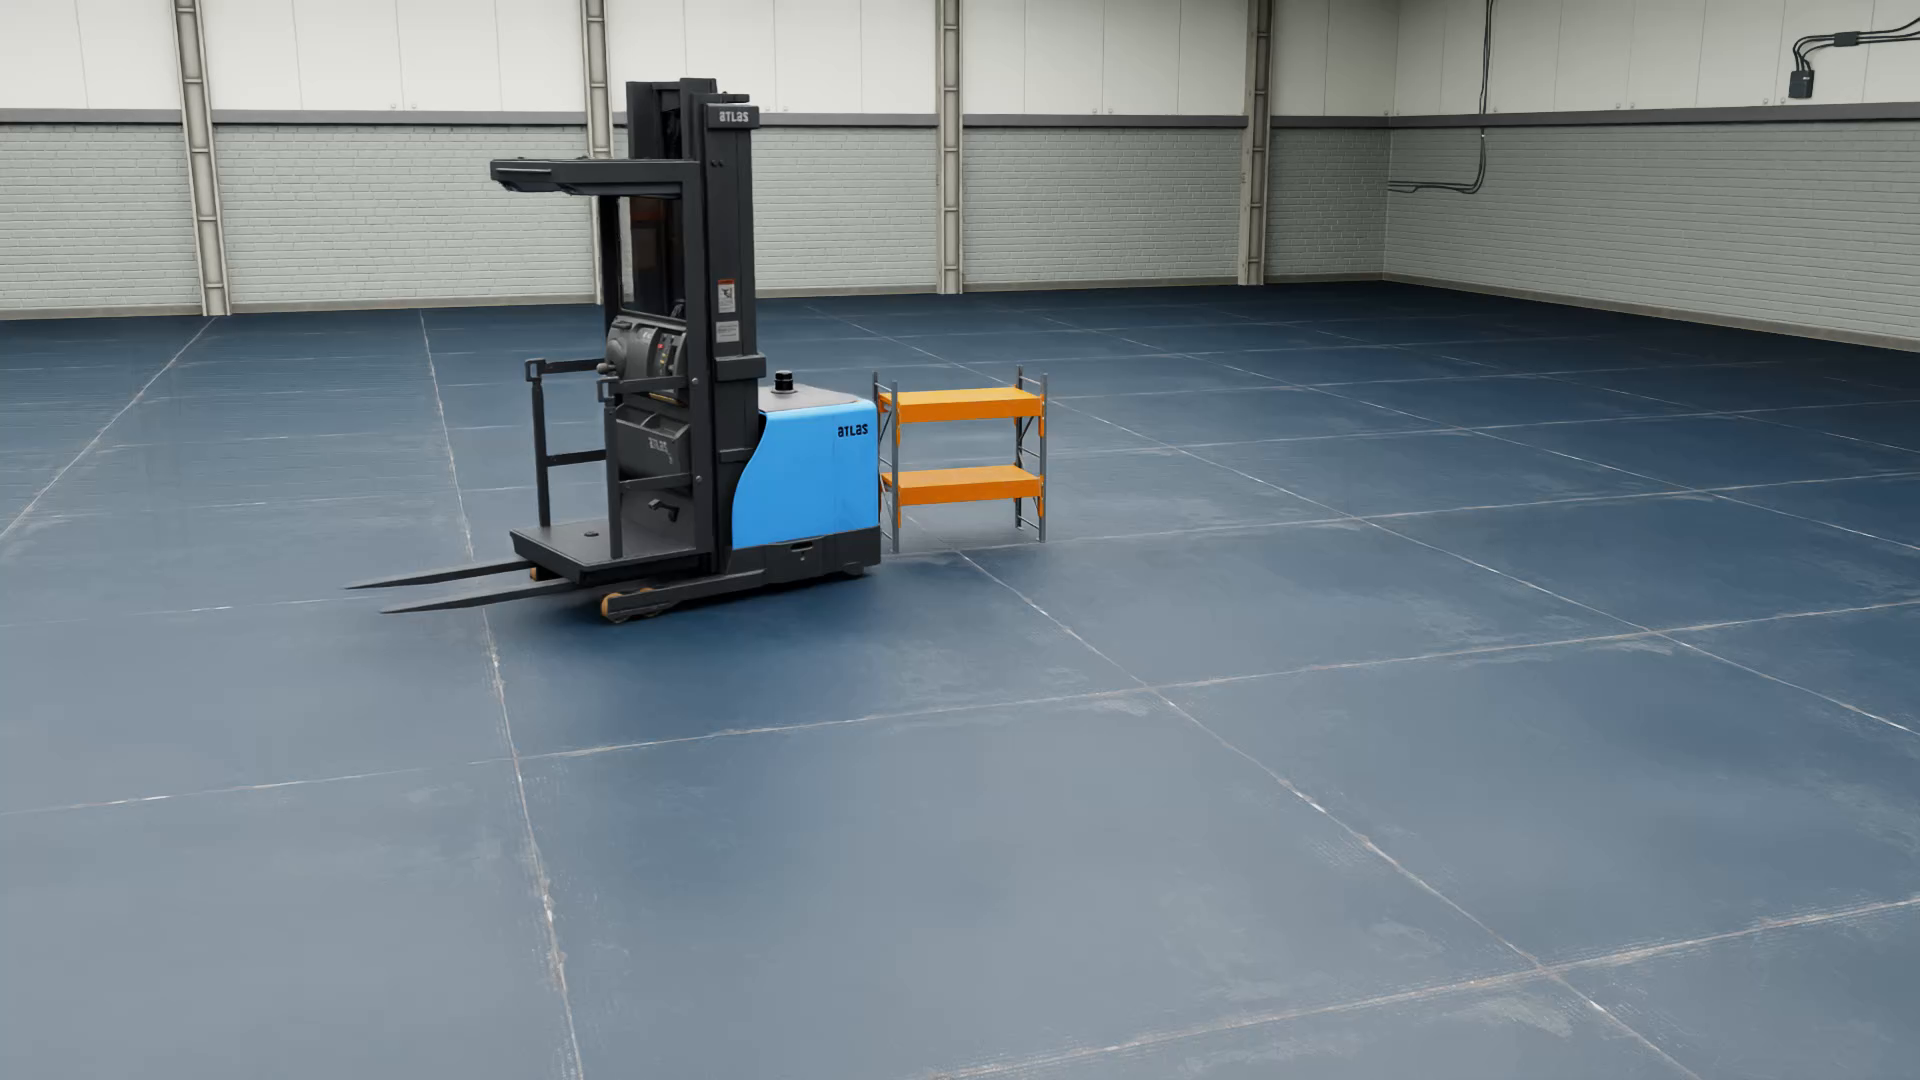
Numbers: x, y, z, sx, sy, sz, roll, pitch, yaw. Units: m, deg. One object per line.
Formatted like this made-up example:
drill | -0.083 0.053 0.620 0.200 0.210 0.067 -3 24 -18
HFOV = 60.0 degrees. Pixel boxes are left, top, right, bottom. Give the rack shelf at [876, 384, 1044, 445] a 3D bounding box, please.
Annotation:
rack shelf | -0.006 -0.831 10.943 1.000 0.278 0.538 -4 14 -18

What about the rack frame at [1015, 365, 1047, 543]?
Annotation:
rack frame | 0.475 -0.584 11.168 0.032 1.125 0.500 -4 14 -18

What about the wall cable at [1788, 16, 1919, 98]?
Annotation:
wall cable | 11.724 -8.716 20.991 0.169 6.003 2.305 -4 14 -18

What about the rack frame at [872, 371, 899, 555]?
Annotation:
rack frame | -0.488 -0.509 10.853 0.032 1.125 0.500 -4 14 -18

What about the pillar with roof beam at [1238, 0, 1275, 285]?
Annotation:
pillar with roof beam | 6.870 -8.273 26.478 0.400 9.000 9.100 -4 14 -18

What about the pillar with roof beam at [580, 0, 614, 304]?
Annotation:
pillar with roof beam | -4.503 -7.388 22.755 0.400 9.000 9.100 -4 14 -18

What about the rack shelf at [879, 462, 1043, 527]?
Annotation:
rack shelf | -0.006 -0.309 11.067 1.000 0.278 0.538 -4 14 -18

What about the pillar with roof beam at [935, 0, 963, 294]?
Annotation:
pillar with roof beam | 1.183 -7.830 24.617 0.400 9.000 9.100 -4 14 -18

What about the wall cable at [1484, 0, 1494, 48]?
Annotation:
wall cable | 9.574 -9.498 27.423 0.112 2.526 3.097 -4 14 -18

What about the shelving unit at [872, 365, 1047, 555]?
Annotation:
shelving unit | -0.006 -0.547 11.011 1.048 1.125 0.538 -4 14 -18

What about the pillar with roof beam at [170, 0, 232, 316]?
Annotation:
pillar with roof beam | -10.190 -6.945 20.893 0.400 9.000 9.100 -4 14 -18

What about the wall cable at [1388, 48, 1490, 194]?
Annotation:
wall cable | 8.711 -7.634 30.502 0.112 2.526 3.097 -4 14 -18

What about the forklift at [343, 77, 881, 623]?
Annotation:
forklift | -1.973 -1.104 9.451 3.031 2.935 1.130 -10 16 -35
